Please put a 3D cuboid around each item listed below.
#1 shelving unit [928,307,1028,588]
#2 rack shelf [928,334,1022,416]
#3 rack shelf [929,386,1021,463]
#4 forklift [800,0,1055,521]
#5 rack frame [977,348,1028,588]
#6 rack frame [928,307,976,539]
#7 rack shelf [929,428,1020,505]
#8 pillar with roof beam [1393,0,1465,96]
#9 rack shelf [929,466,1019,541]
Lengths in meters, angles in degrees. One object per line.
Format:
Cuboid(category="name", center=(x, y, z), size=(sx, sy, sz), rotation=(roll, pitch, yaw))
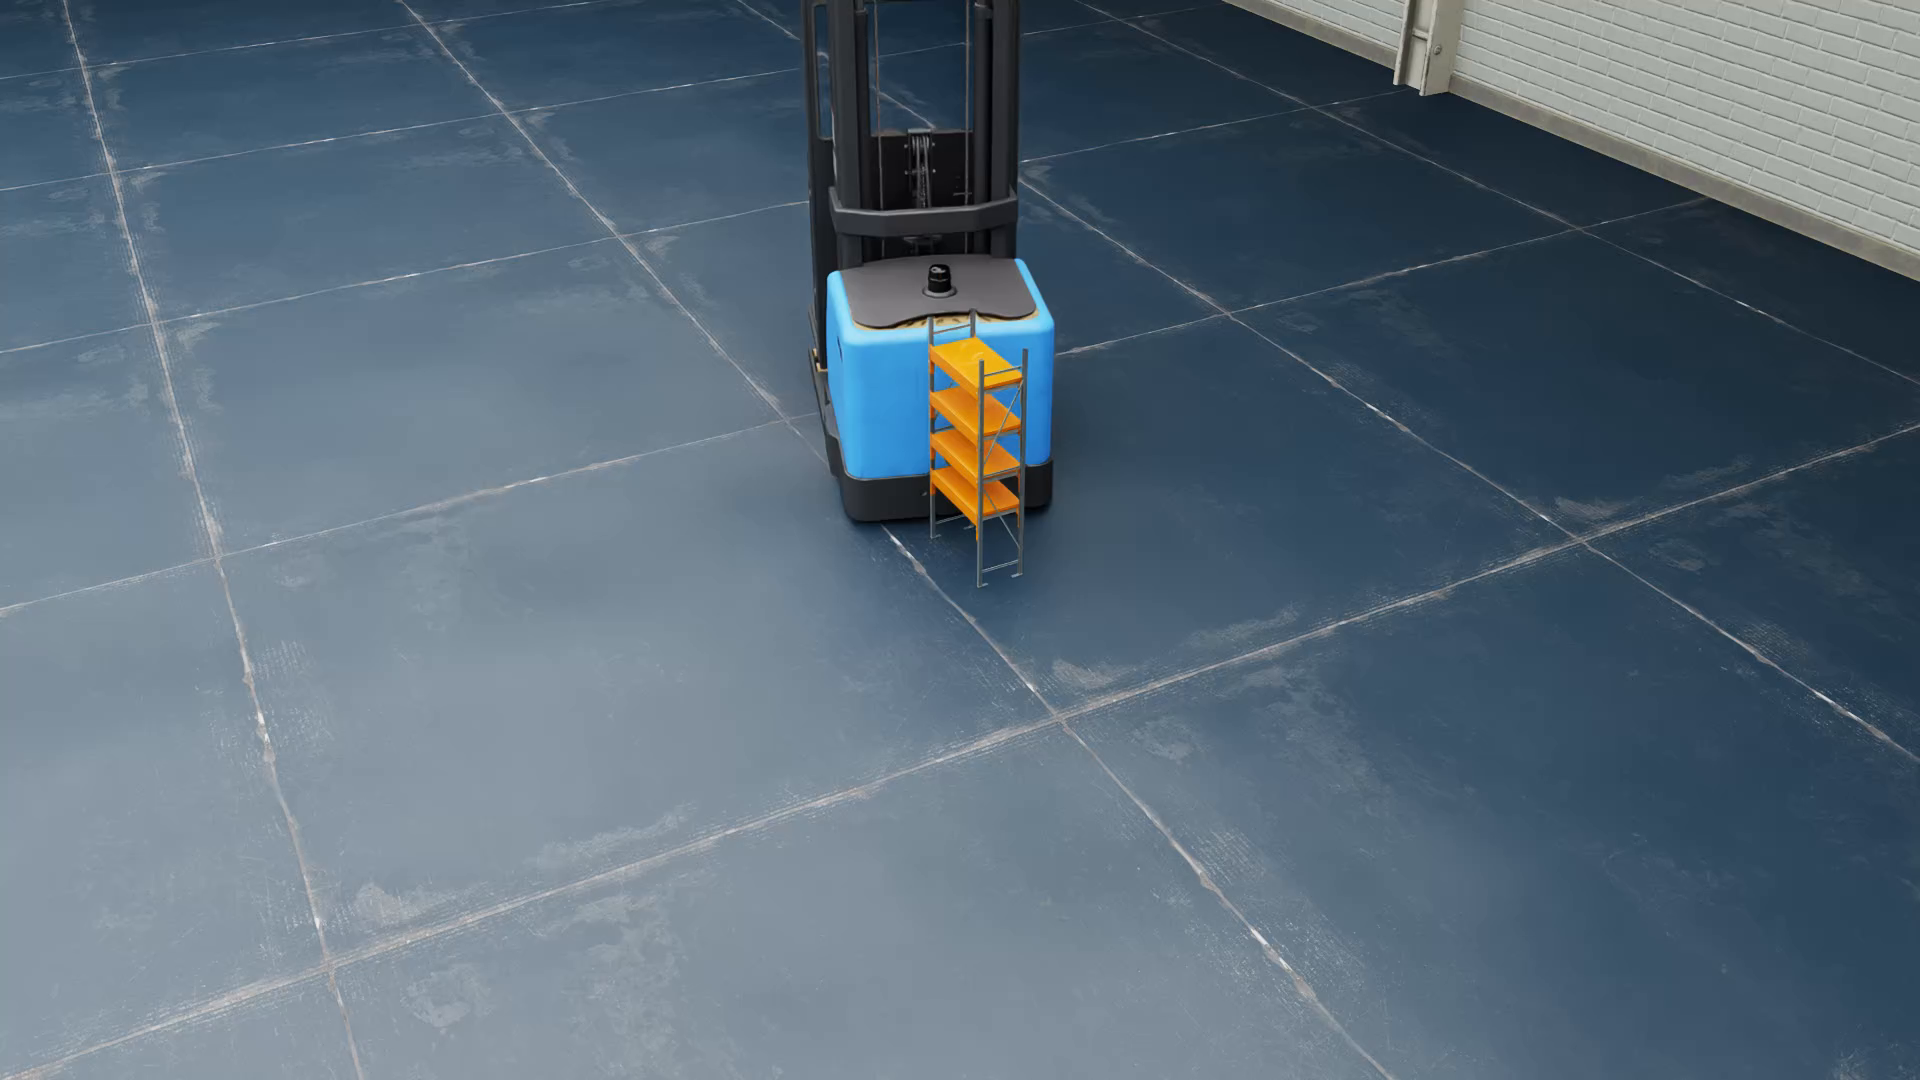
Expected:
Cuboid(category="shelving unit", center=(0.077, -0.426, 7.803), size=(0.258, 1.200, 0.503), rotation=(-16, 36, -23))
Cuboid(category="rack shelf", center=(0.077, -0.757, 7.591), size=(0.258, 0.148, 0.480), rotation=(-16, 36, -23))
Cuboid(category="rack shelf", center=(0.077, -0.558, 7.719), size=(0.258, 0.148, 0.480), rotation=(-16, 36, -23))
Cuboid(category="forklift", center=(-0.282, -2.110, 8.826), size=(1.130, 2.935, 3.031), rotation=(-5, 33, -8))
Cuboid(category="rack frame", center=(0.191, -0.310, 7.621), size=(0.240, 1.200, 0.015), rotation=(-16, 36, -23))
Cuboid(category="rack frame", center=(-0.037, -0.543, 7.985), size=(0.240, 1.200, 0.015), rotation=(-16, 36, -23))
Cuboid(category="rack shelf", center=(0.077, -0.370, 7.839), size=(0.258, 0.148, 0.480), rotation=(-16, 36, -23))
Cuboid(category="pillar with roof beam", center=(0.175, -6.616, 10.234), size=(9.100, 9.000, 0.400), rotation=(-16, 36, -23))
Cuboid(category="rack shelf", center=(0.077, -0.202, 7.946), size=(0.258, 0.148, 0.480), rotation=(-16, 36, -23))
